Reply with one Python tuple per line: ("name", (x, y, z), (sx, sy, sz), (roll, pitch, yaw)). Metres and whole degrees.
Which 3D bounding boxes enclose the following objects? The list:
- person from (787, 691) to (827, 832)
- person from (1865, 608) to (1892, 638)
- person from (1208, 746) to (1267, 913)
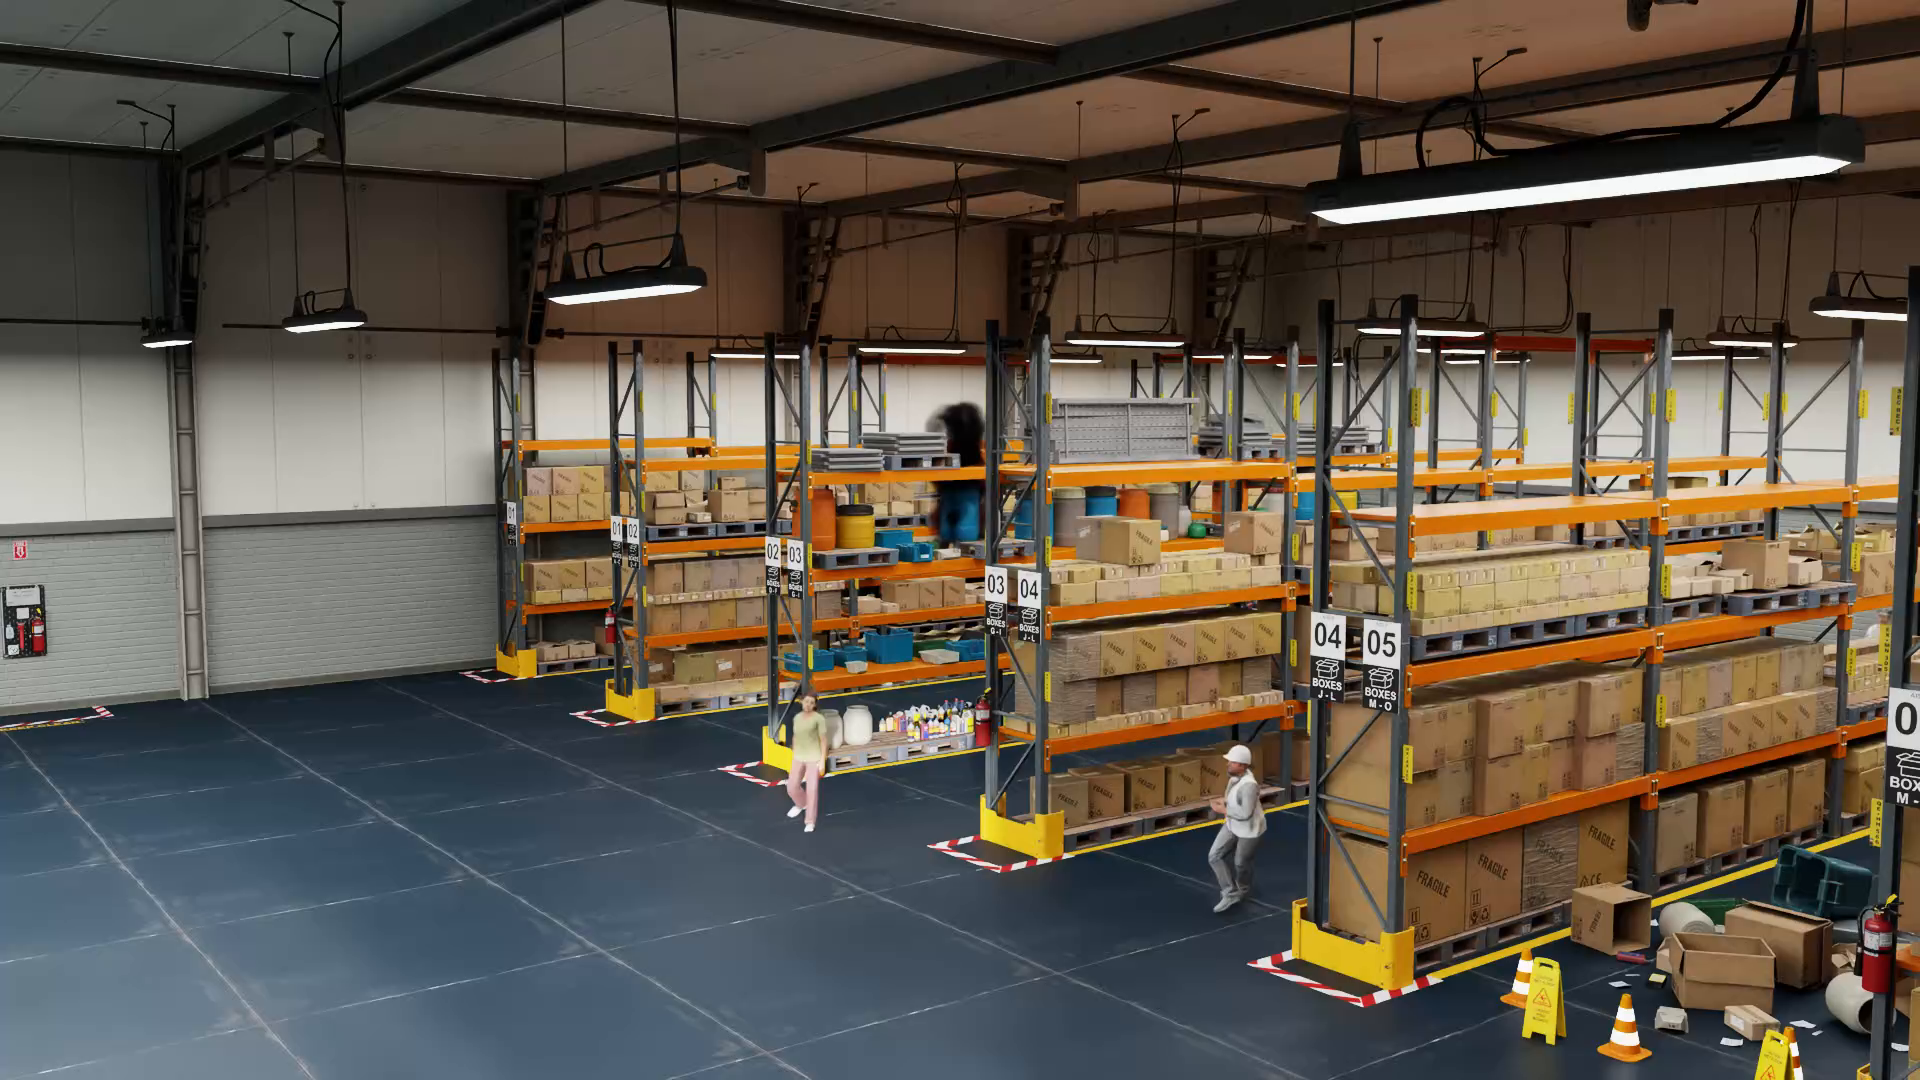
("person", (-1.815, 2.596, 19.743), (0.595, 1.669, 0.523), (2, 5, 17))
("person", (14.954, 1.960, 26.911), (0.831, 1.745, 0.586), (-4, 6, -38))
("person", (2.786, 2.849, 16.564), (0.709, 1.692, 0.767), (-3, 6, -29))
